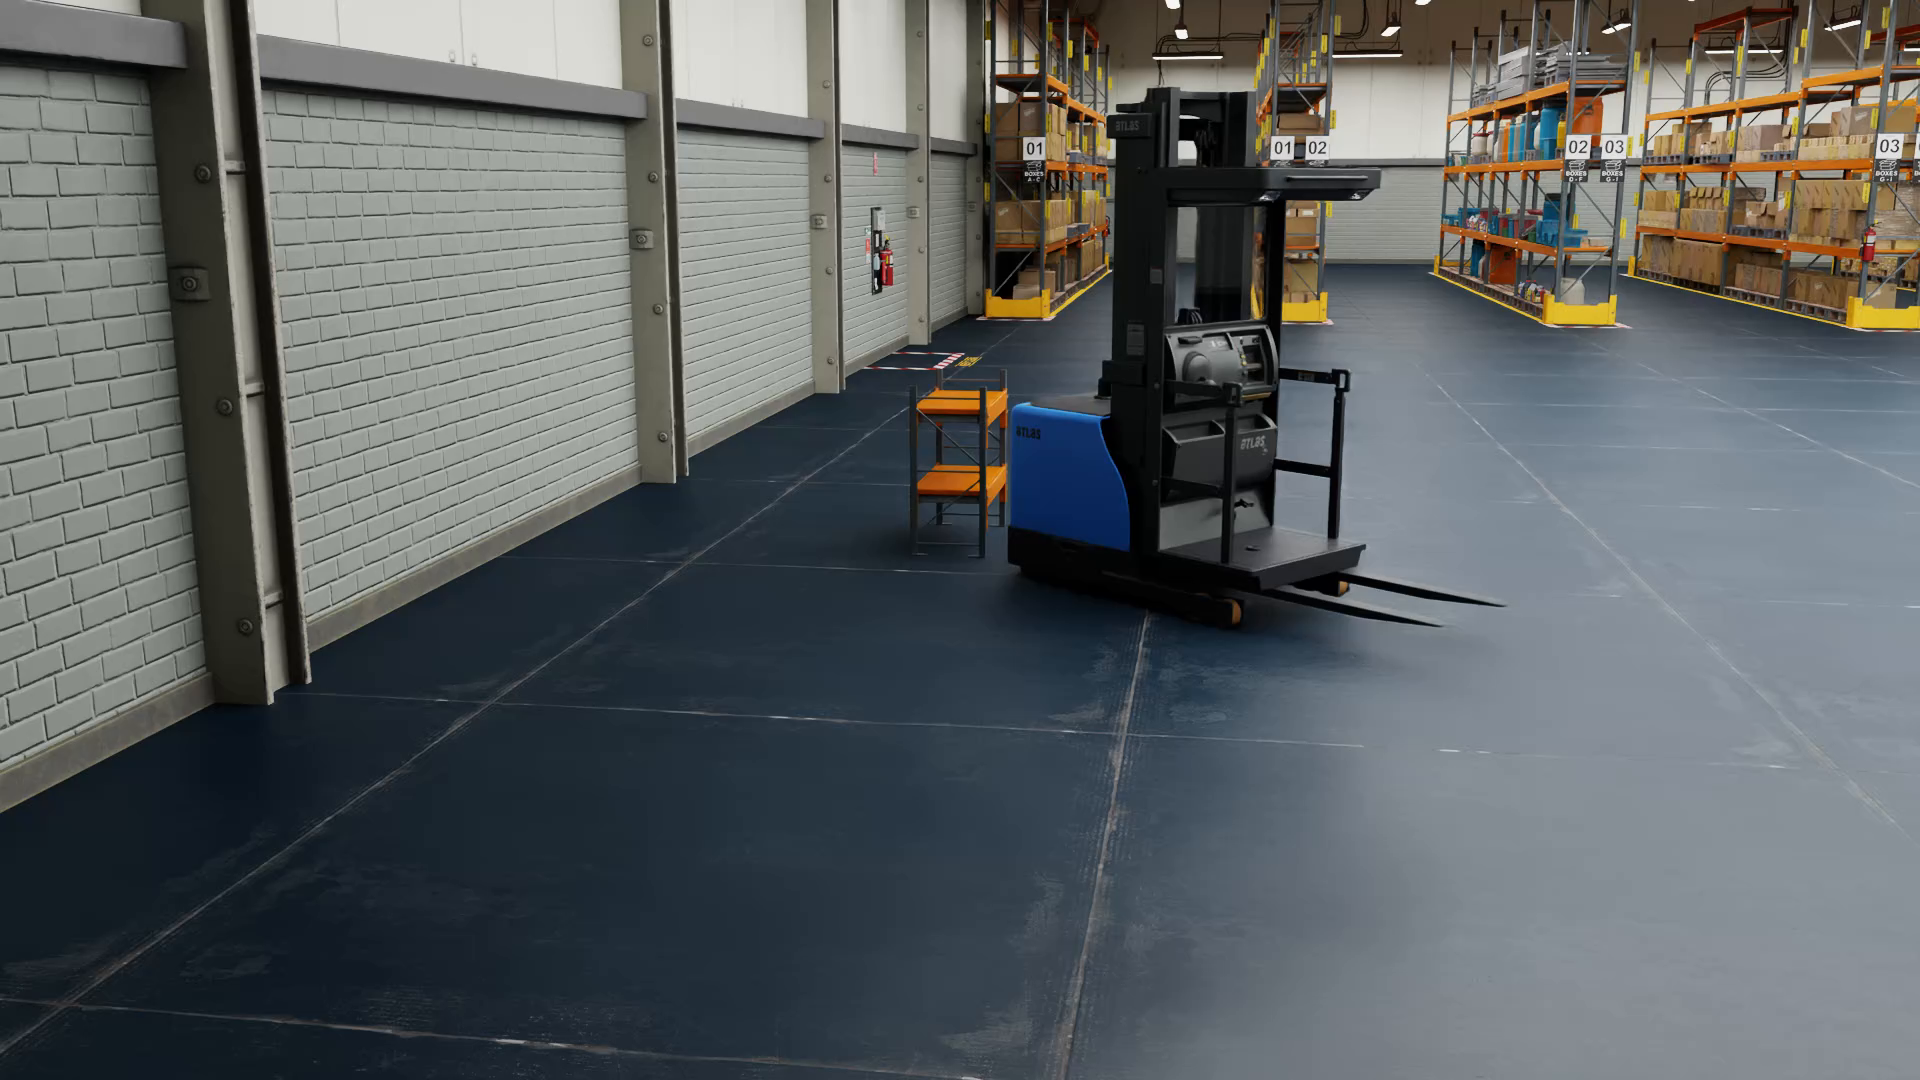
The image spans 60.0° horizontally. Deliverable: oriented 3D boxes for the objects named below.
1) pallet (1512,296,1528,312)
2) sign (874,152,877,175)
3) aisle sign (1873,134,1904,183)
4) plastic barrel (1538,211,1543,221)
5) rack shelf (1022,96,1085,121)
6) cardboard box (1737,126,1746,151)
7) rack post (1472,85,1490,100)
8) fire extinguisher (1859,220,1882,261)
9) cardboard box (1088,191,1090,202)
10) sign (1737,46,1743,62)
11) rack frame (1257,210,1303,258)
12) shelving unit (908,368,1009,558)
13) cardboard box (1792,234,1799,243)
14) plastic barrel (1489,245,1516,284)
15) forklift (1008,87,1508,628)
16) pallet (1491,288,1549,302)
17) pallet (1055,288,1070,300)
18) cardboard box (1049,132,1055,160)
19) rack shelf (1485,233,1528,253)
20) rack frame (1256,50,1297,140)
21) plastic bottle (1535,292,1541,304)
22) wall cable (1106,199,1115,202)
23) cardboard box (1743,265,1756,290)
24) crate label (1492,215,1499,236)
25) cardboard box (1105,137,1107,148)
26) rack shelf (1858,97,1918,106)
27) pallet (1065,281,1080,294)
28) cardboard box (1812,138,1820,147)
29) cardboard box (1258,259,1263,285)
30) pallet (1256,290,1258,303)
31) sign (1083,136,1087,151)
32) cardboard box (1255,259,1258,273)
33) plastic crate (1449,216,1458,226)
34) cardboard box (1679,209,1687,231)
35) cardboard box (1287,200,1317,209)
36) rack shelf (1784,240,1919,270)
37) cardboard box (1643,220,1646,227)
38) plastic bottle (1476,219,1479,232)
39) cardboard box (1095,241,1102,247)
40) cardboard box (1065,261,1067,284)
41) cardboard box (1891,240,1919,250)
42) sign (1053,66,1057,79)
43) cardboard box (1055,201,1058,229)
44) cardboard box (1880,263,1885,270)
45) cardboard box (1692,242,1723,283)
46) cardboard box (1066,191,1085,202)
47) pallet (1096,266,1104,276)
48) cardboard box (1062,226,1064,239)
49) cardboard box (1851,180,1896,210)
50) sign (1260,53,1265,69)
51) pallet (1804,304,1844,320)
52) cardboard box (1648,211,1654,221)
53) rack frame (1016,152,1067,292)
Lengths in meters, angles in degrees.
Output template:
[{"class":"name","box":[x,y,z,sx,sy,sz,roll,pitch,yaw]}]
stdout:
[{"class":"pallet","box":[11.302,-4.563,32.167,1.003,0.211,1.213,2,12,9]},{"class":"sign","box":[-1.145,-5.100,22.534,0.001,0.298,0.199,2,12,9]},{"class":"aisle sign","box":[15.420,-6.340,27.619,0.394,0.787,0.004,2,12,9]},{"class":"plastic barrel","box":[11.811,-6.324,33.393,0.433,0.535,0.433,0,12,0]},{"class":"rack shelf","box":[1.965,-9.188,35.423,1.077,0.370,4.000,2,12,9]},{"class":"cardboard box","box":[16.630,-8.407,34.841,0.500,0.500,0.500,2,12,9]},{"class":"rack post","box":[12.517,-10.452,38.811,0.937,0.300,0.954,2,12,8]},{"class":"fire extinguisher","box":[15.253,-5.025,27.875,0.296,0.674,0.183,2,12,9]},{"class":"cardboard box","box":[2.825,-8.198,39.643,0.500,0.250,0.500,2,12,7]},{"class":"sign","box":[16.407,-10.221,34.968,0.100,0.325,0.005,2,12,9]},{"class":"rack frame","box":[7.168,-7.059,37.128,1.000,3.000,0.127,2,12,9]},{"class":"shelving unit","box":[0.001,-0.551,11.381,0.538,1.125,1.048,2,12,9]},{"class":"cardboard box","box":[15.959,-5.695,31.396,0.380,0.149,0.250,2,12,9]},{"class":"plastic barrel","box":[12.120,-6.145,37.039,0.600,0.830,0.708,2,12,9]},{"class":"forklift","box":[1.661,-1.064,9.472,1.130,2.935,3.031,-11,16,-41]},{"class":"pallet","box":[11.715,-5.121,34.756,1.003,0.211,1.213,2,12,9]},{"class":"pallet","box":[1.776,-5.185,35.052,1.003,0.211,1.213,2,12,9]},{"class":"cardboard box","box":[1.459,-7.251,30.612,0.500,0.500,0.500,3,12,12]},{"class":"rack shelf","box":[11.754,-6.130,34.524,1.077,0.370,4.000,2,12,9]},{"class":"rack frame","box":[8.399,-11.657,44.224,1.000,3.000,0.127,2,12,9]},{"class":"plastic bottle","box":[10.681,-4.476,30.741,0.097,0.201,0.097,0,12,0]},{"class":"wall cable","box":[4.726,-11.465,50.701,3.097,2.526,0.112,2,12,9]},{"class":"cardboard box","box":[16.800,-5.474,34.664,0.700,0.500,0.500,1,12,4]},{"class":"crate label","box":[11.642,-6.717,35.457,0.502,0.435,0.616,2,12,9]},{"class":"cardboard box","box":[3.660,-10.737,44.415,0.500,0.500,0.500,2,12,8]},{"class":"rack shelf","box":[22.764,-10.384,40.032,1.077,0.370,4.000,2,12,9]},{"class":"pallet","box":[2.151,-5.693,37.409,1.003,0.211,1.213,2,12,9]},{"class":"cardboard box","box":[15.950,-7.321,30.634,0.380,0.149,0.250,2,12,9]},{"class":"cardboard box","box":[6.019,-5.159,32.064,0.500,0.500,0.500,2,12,9]},{"class":"pallet","box":[6.628,-5.018,34.276,1.003,0.211,1.213,2,12,9]},{"class":"sign","box":[2.809,-8.920,37.415,0.100,0.325,0.005,2,12,9]},{"class":"cardboard box","box":[6.725,-5.985,36.344,0.500,0.311,0.500,2,12,7]},{"class":"plastic crate","box":[12.680,-8.133,42.368,0.416,0.233,0.300,2,12,9]},{"class":"cardboard box","box":[17.253,-7.531,39.082,0.500,0.500,0.500,2,12,9]},{"class":"cardboard box","box":[6.030,-6.185,29.754,0.700,0.500,0.500,2,12,9]},{"class":"rack shelf","box":[16.033,-5.137,29.915,1.077,0.370,4.000,2,12,9]},{"class":"cardboard box","box":[17.729,-8.110,42.600,0.380,0.149,0.250,2,12,7]},{"class":"plastic bottle","box":[11.927,-7.243,38.258,0.061,0.283,0.133,2,12,9]},{"class":"cardboard box","box":[3.616,-7.950,44.658,0.380,0.149,0.250,2,12,10]},{"class":"cardboard box","box":[1.971,-5.852,36.419,0.700,0.500,0.500,2,12,8]},{"class":"cardboard box","box":[16.005,-5.001,28.174,0.380,0.149,0.250,2,12,9]},{"class":"sign","box":[2.343,-11.541,41.093,0.100,0.325,0.005,2,12,9]},{"class":"cardboard box","box":[1.584,-6.156,31.467,0.500,0.500,0.500,1,12,7]},{"class":"cardboard box","box":[22.244,-6.534,39.757,0.380,0.149,0.250,1,12,7]},{"class":"cardboard box","box":[17.227,-6.232,37.338,1.225,0.875,0.875,2,12,9]},{"class":"cardboard box","box":[2.602,-7.882,38.174,0.500,0.250,0.500,2,12,10]},{"class":"pallet","box":[3.268,-7.099,43.931,1.003,0.211,1.213,2,12,9]},{"class":"cardboard box","box":[1.800,-6.111,33.036,0.500,0.250,0.500,2,12,9]},{"class":"cardboard box","box":[15.566,-5.877,28.329,0.500,0.500,0.500,2,12,9]},{"class":"sign","box":[6.631,-10.503,36.462,0.100,0.325,0.005,2,12,9]},{"class":"pallet","box":[16.087,-4.146,30.229,1.003,0.211,1.213,2,12,9]},{"class":"cardboard box","box":[17.692,-8.171,41.936,0.500,0.250,0.500,1,12,7]},{"class":"rack frame","box":[1.658,-6.386,34.006,1.000,3.000,0.127,2,12,9]}]
